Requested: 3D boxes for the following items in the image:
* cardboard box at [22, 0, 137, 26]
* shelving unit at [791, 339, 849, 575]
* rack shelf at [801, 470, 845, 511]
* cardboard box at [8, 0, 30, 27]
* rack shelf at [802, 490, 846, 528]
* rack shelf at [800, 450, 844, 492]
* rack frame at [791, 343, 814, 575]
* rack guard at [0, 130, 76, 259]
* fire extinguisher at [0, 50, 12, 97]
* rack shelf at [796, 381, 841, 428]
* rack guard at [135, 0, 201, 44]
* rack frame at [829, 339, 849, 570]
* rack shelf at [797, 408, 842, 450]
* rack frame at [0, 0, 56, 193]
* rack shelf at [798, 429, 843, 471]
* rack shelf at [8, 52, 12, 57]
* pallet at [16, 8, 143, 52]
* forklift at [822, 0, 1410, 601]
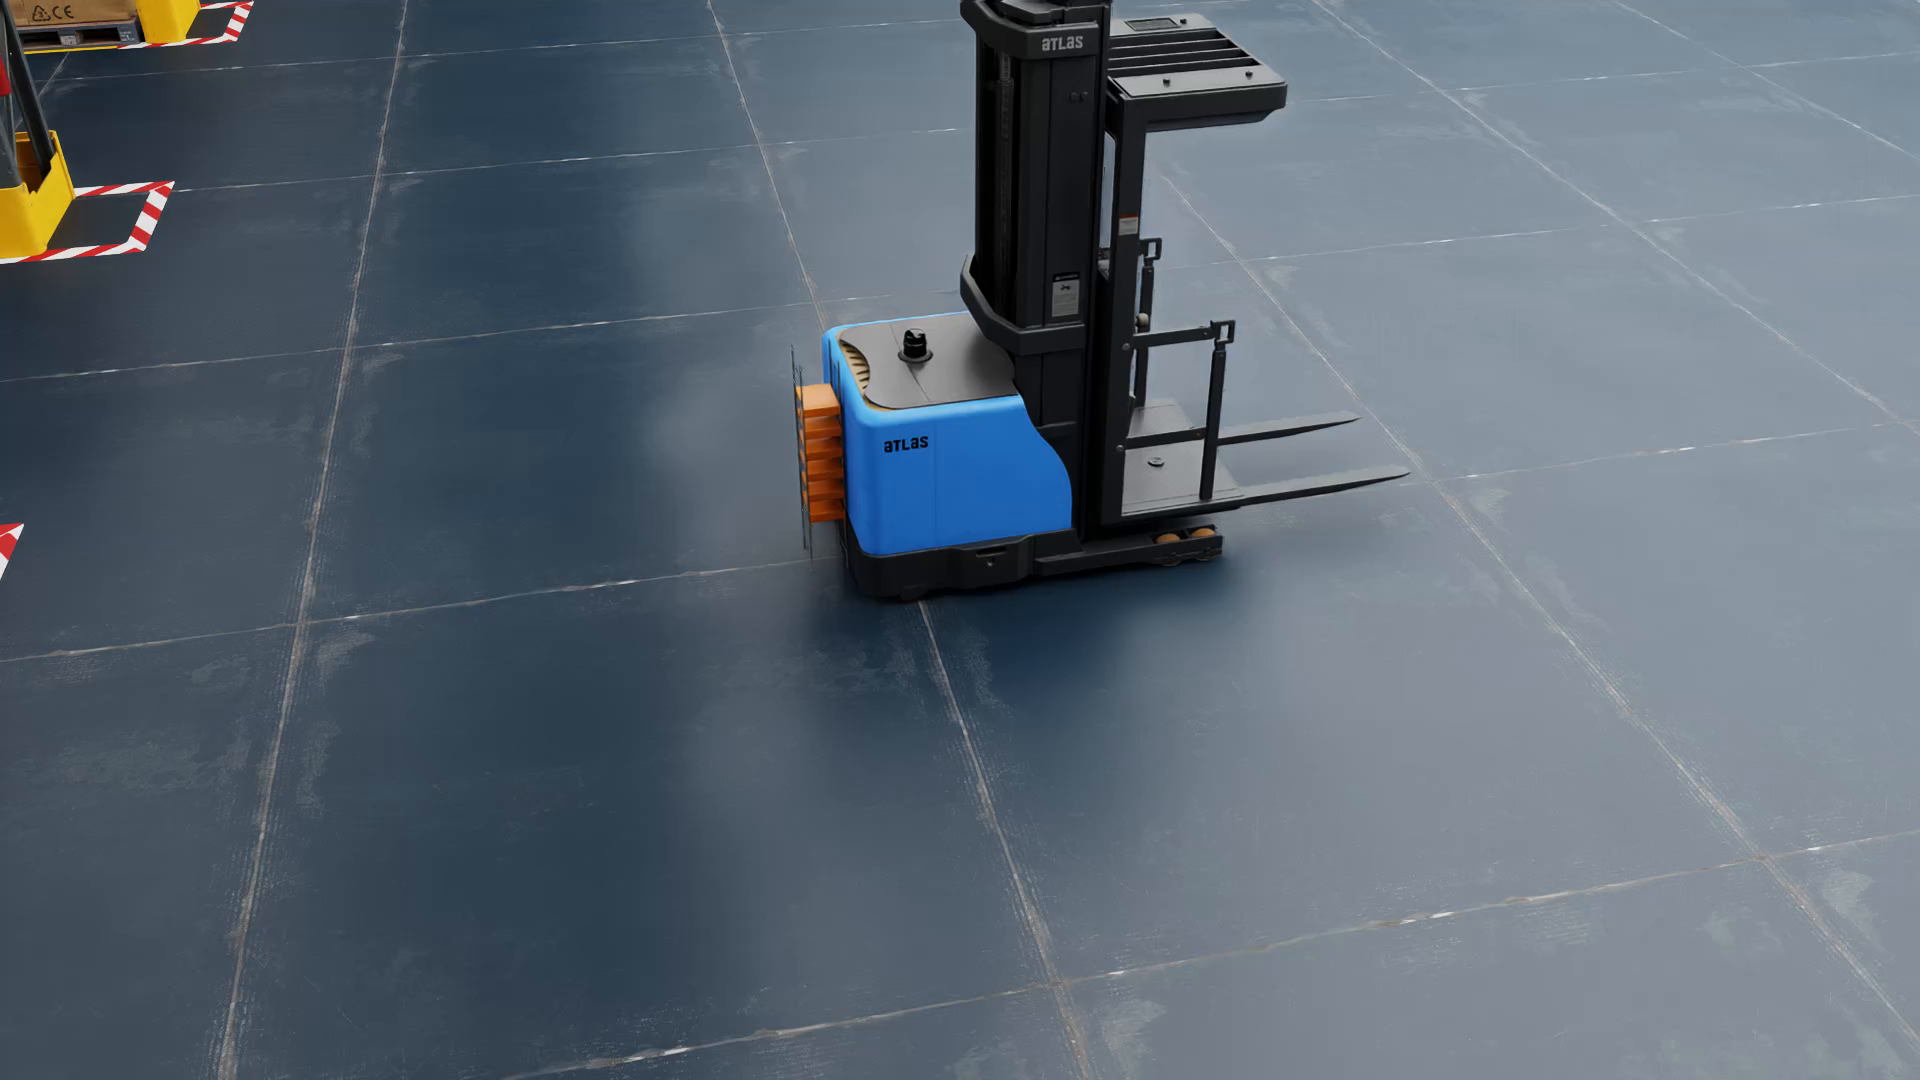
[{"bbox_3d":[-8.345,-5.444,15.701,0.875,0.875,0.875,-7,34,-10],"label":"cardboard box"},{"bbox_3d":[-0.692,-0.397,8.264,0.189,1.200,0.258,-8,35,-12],"label":"shelving unit"},{"bbox_3d":[-0.692,-0.260,8.356,0.180,0.103,0.258,-8,35,-12],"label":"rack shelf"},{"bbox_3d":[-9.203,-5.335,15.538,0.875,0.875,0.875,-8,35,-11],"label":"cardboard box"},{"bbox_3d":[-0.692,-0.161,8.423,0.180,0.103,0.258,-8,35,-12],"label":"rack shelf"},{"bbox_3d":[-0.692,-0.360,8.289,0.180,0.103,0.258,-8,35,-12],"label":"rack shelf"},{"bbox_3d":[-0.780,-0.384,8.245,0.006,1.200,0.240,-8,35,-12],"label":"rack frame"},{"bbox_3d":[-6.777,-2.516,12.050,0.348,0.500,1.175,-7,35,-11],"label":"rack guard"},{"bbox_3d":[-6.489,-3.295,11.037,0.183,0.674,0.296,-7,35,-11],"label":"fire extinguisher"},{"bbox_3d":[-0.692,-0.659,8.089,0.180,0.103,0.258,-8,35,-12],"label":"rack shelf"},{"bbox_3d":[-7.675,-5.236,16.104,0.348,0.500,1.175,-7,35,-11],"label":"rack guard"},{"bbox_3d":[-0.603,-0.410,8.284,0.006,1.200,0.240,-8,35,-12],"label":"rack frame"},{"bbox_3d":[-0.692,-0.559,8.155,0.180,0.103,0.258,-8,35,-12],"label":"rack shelf"},{"bbox_3d":[-6.702,-3.563,11.368,0.127,3.000,1.000,-7,35,-11],"label":"rack frame"},{"bbox_3d":[-0.692,-0.459,8.222,0.180,0.103,0.258,-8,35,-12],"label":"rack shelf"},{"bbox_3d":[-8.653,-3.019,11.202,4.000,0.370,1.077,-7,35,-11],"label":"rack shelf"},{"bbox_3d":[-8.461,-4.973,15.971,1.213,0.211,1.003,-7,35,-11],"label":"pallet"},{"bbox_3d":[0.861,-1.358,8.143,3.031,2.935,1.130,-8,35,-12],"label":"forklift"}]
